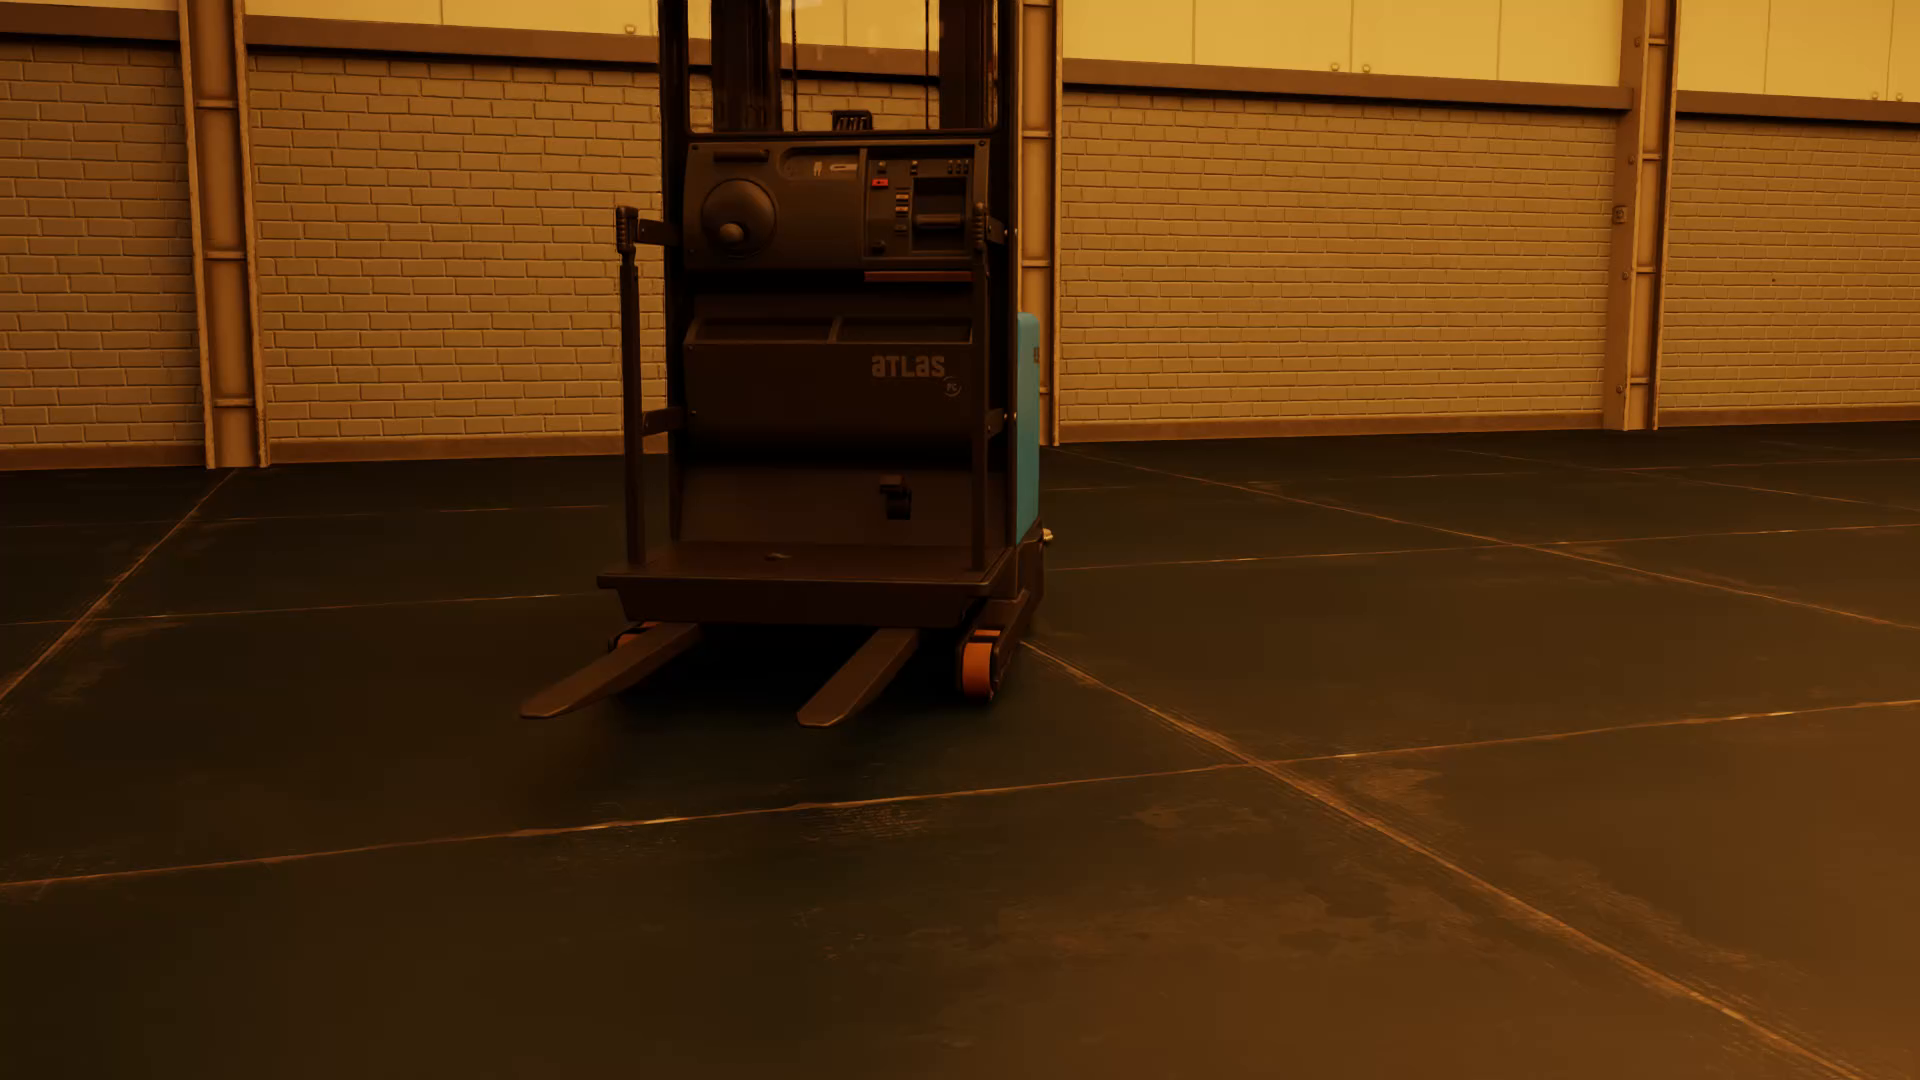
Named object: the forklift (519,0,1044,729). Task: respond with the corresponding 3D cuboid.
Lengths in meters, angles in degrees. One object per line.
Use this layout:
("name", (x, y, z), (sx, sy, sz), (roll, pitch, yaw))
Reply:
("forklift", (-0.401, -1.055, 4.802), (1.130, 2.935, 3.031), (1, 8, 8))

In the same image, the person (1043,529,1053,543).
("person", (0.089, -0.867, 7.824), (0.550, 1.728, 0.641), (-3, 8, -18))
